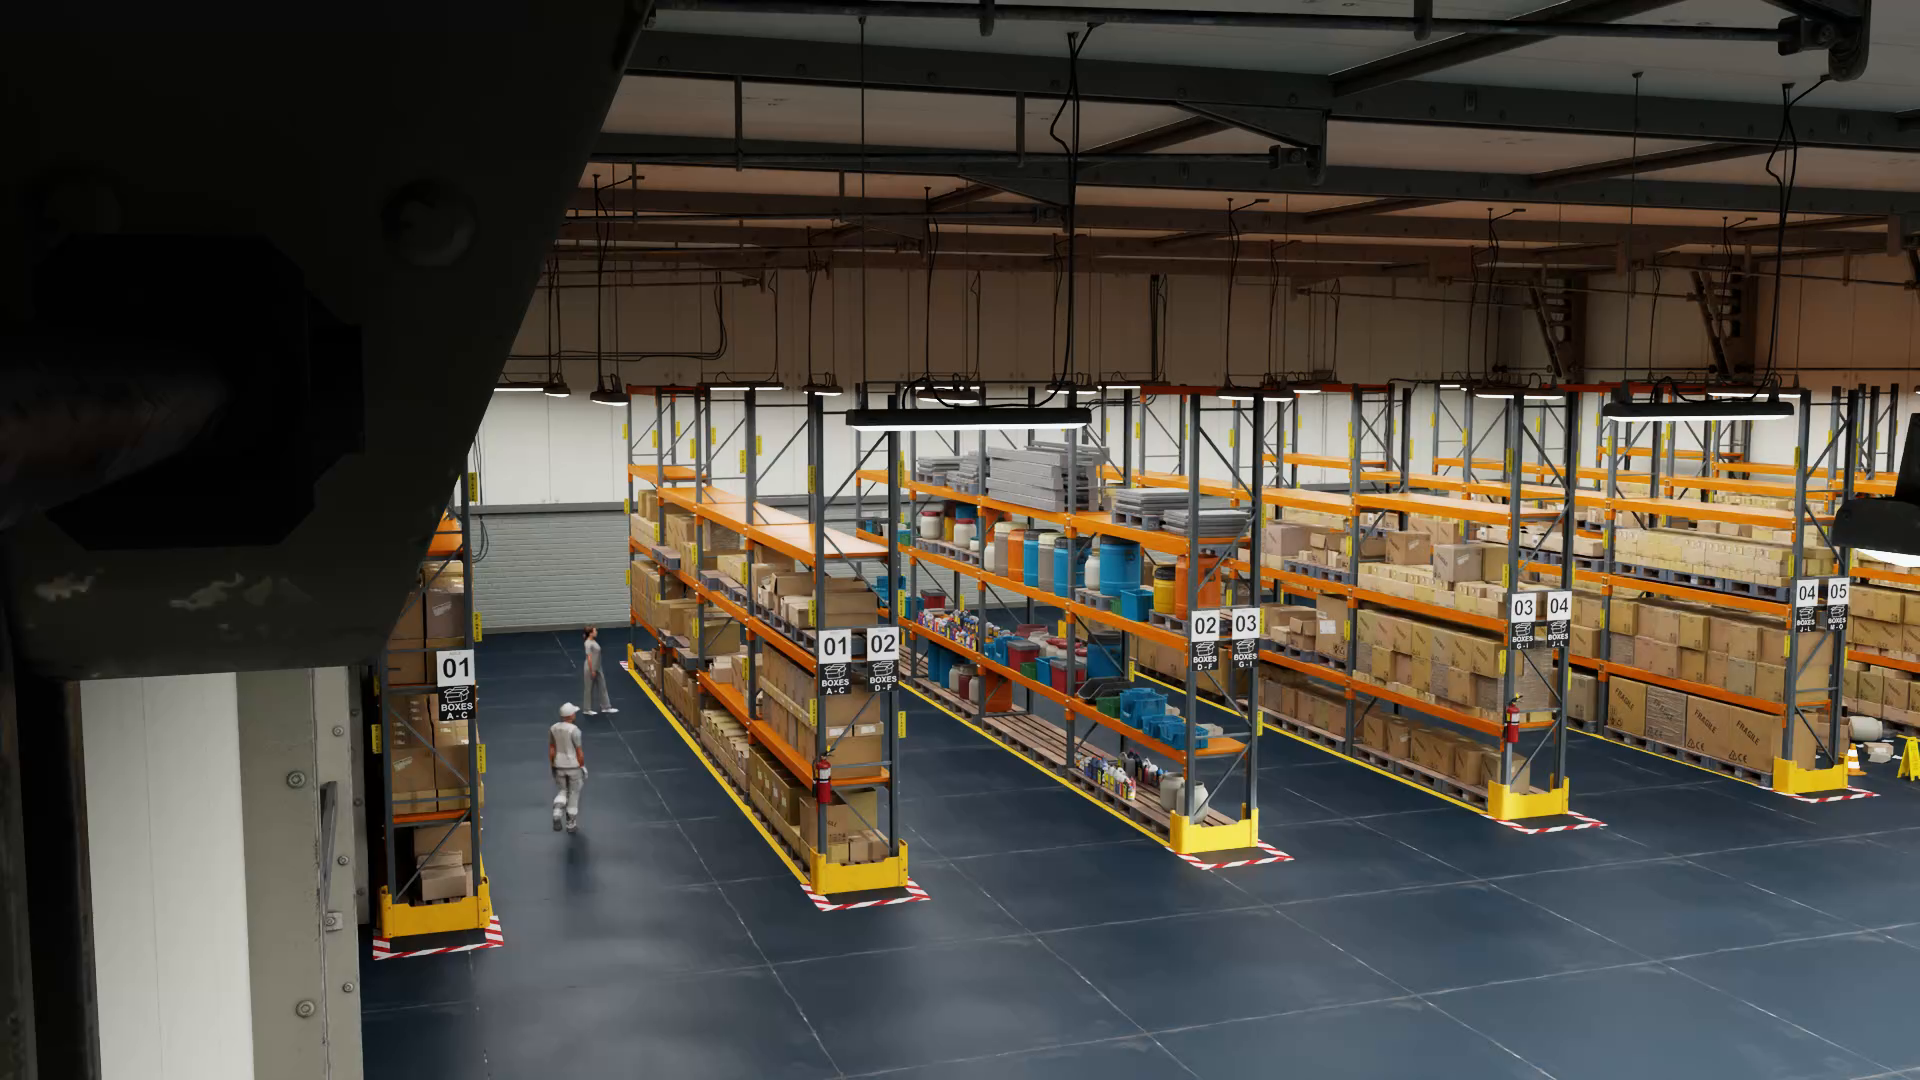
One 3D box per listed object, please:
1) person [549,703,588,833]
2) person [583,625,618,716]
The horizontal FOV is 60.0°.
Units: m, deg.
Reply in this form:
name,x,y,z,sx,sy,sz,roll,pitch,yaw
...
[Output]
name,x,y,z,sx,sy,sz,roll,pitch,yaw
person,-5.339,3.093,22.608,0.558,1.784,0.497,1,6,13
person,-6.634,2.375,30.391,0.570,1.667,0.490,2,6,22
